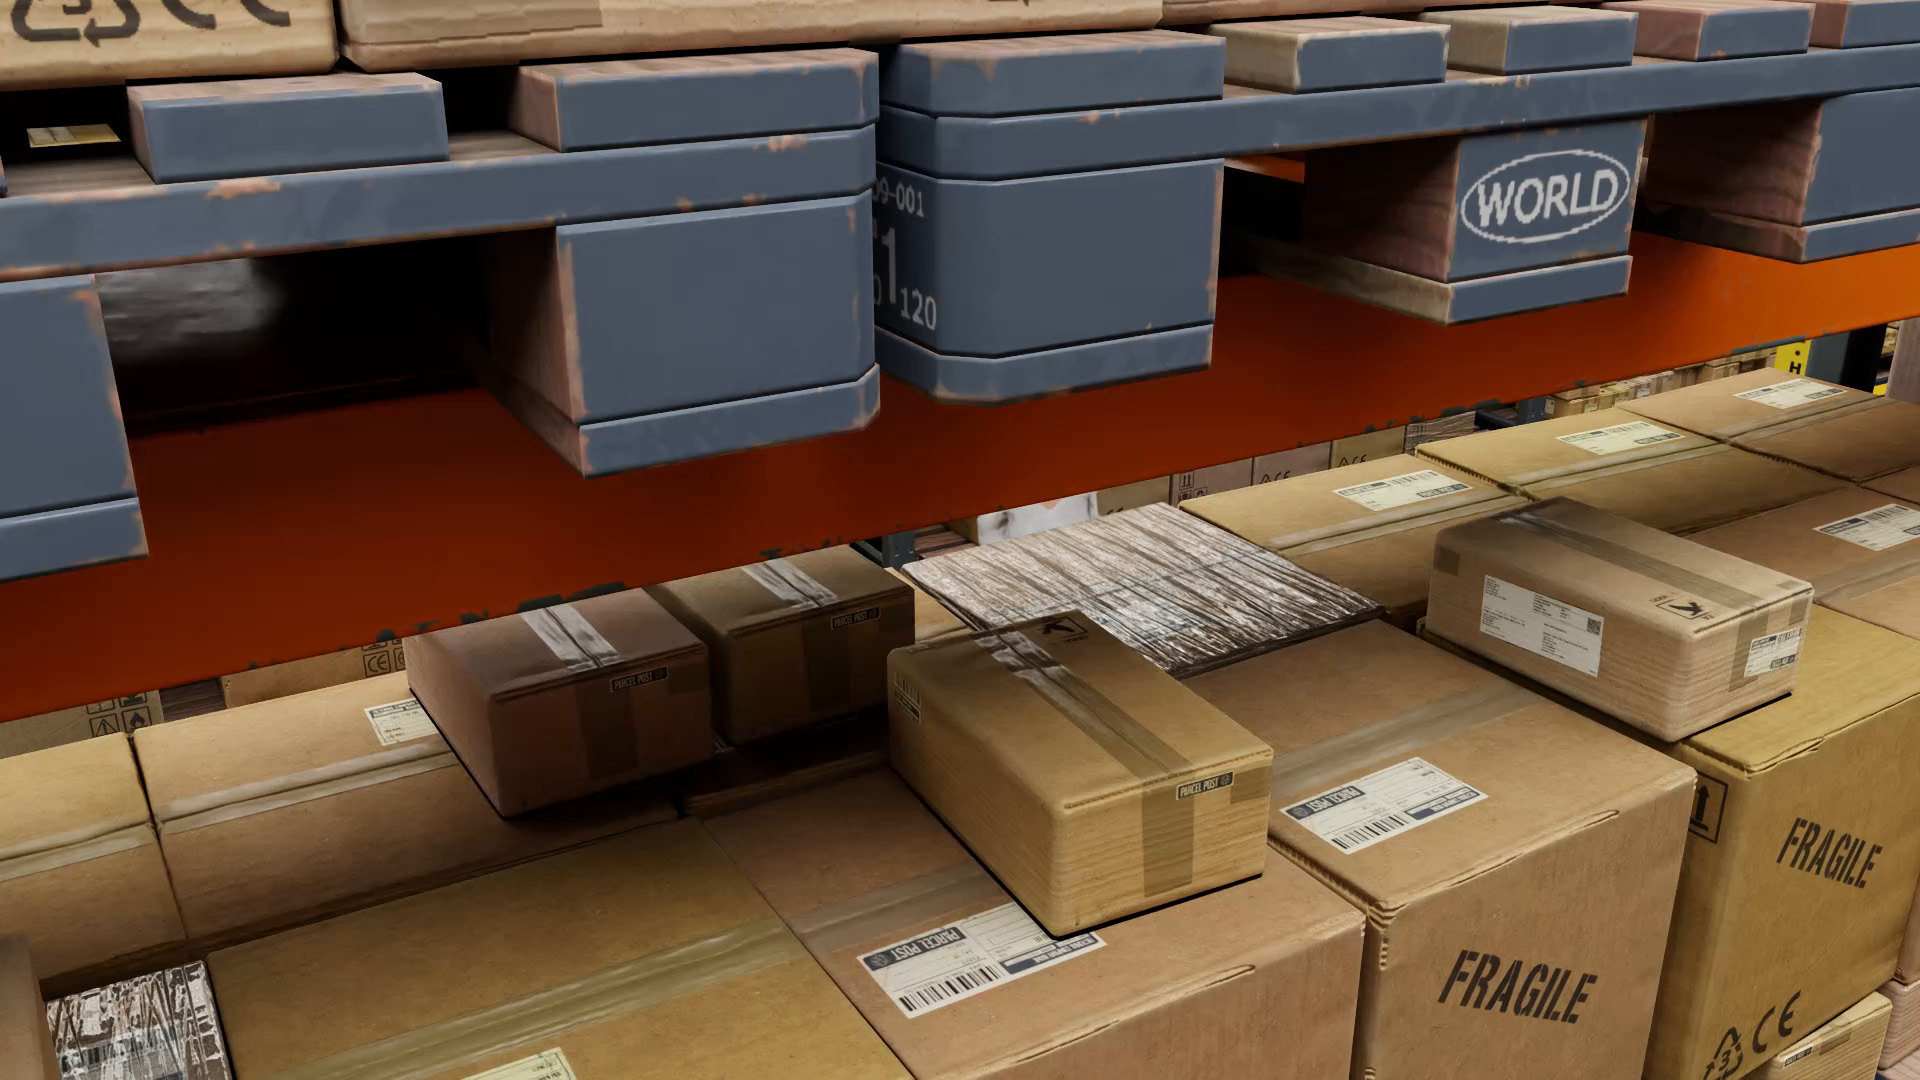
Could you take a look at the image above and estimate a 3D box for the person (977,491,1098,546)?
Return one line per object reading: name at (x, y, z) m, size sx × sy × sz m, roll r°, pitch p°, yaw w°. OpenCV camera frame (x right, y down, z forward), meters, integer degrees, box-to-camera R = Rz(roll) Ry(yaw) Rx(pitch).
person at (0.281, 0.370, 5.183) m, size 0.436 × 1.662 × 0.561 m, roll -12°, pitch 25°, yaw -27°
